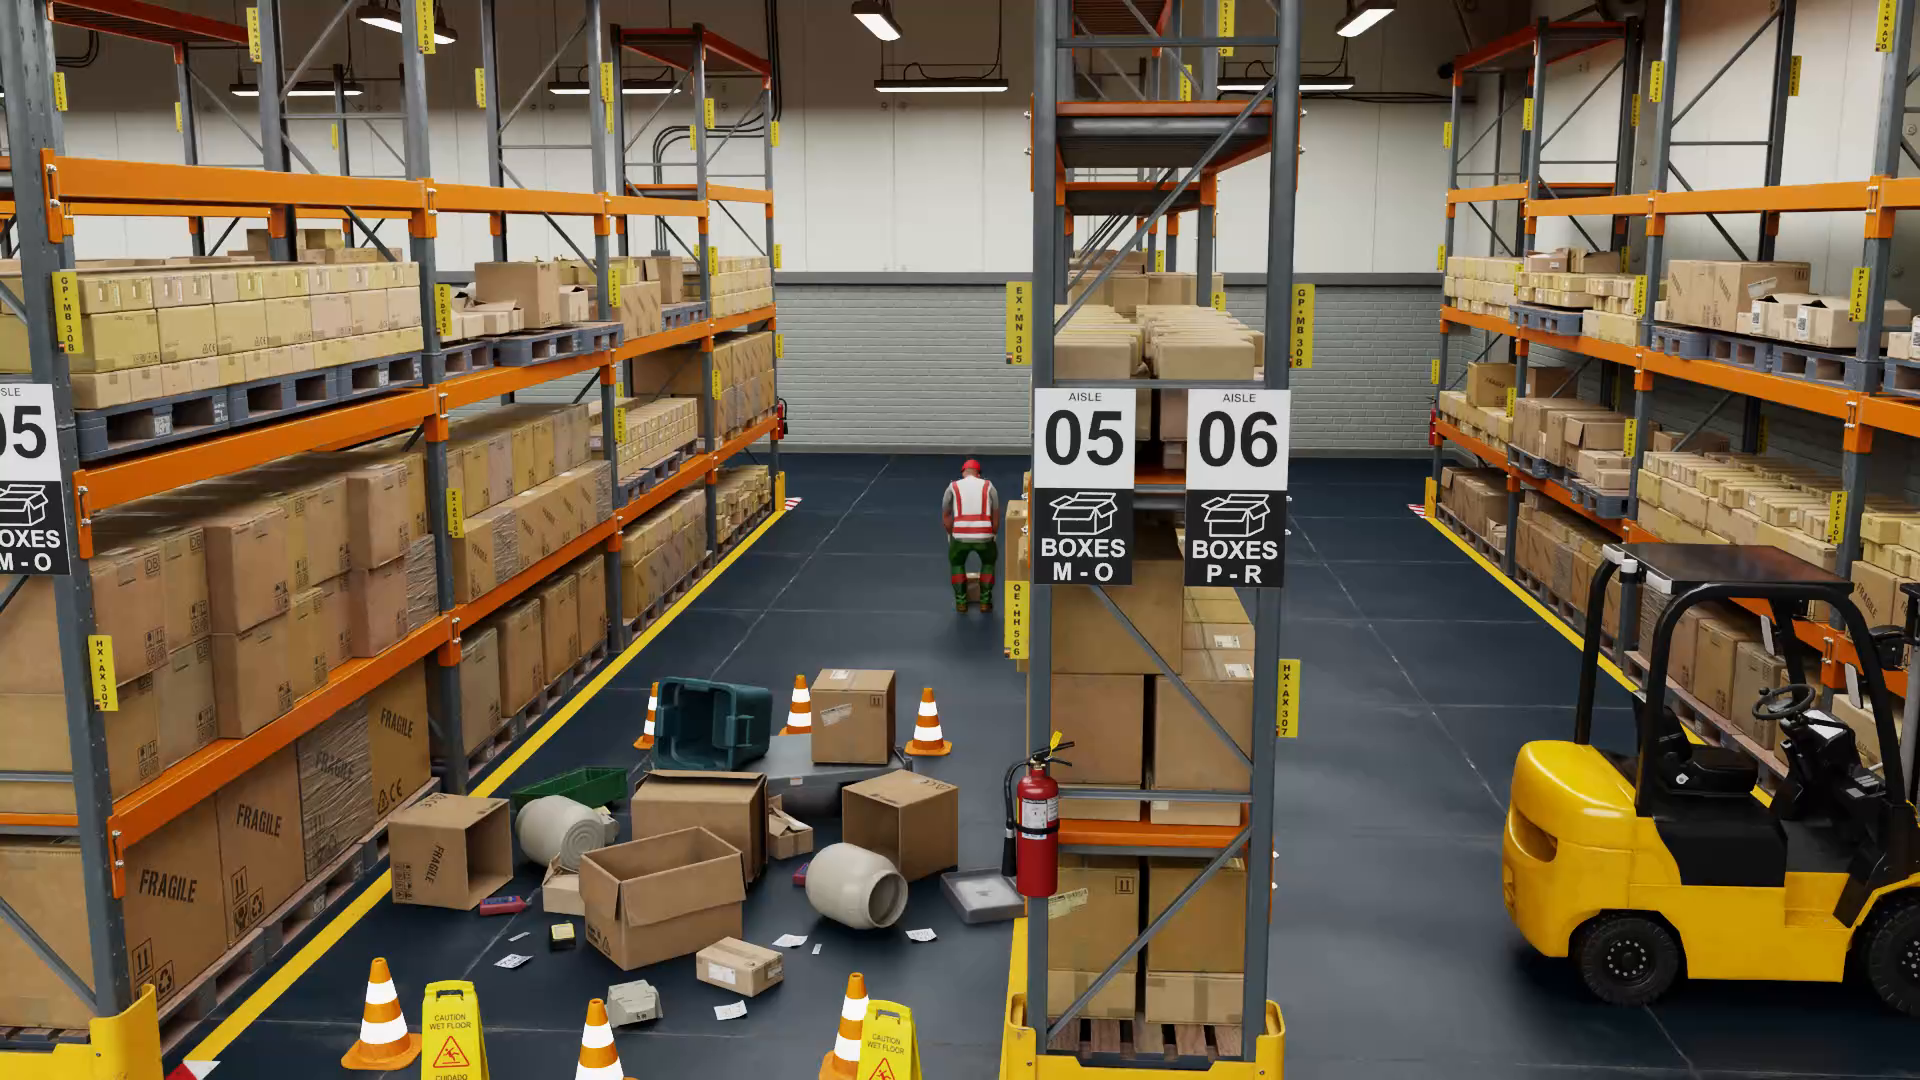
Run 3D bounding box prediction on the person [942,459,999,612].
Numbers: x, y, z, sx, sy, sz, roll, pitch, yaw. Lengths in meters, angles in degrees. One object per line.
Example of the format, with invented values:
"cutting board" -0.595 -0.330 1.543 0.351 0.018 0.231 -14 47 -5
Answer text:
"person" 0.105 -0.044 16.878 0.581 1.500 0.711 1 11 4
